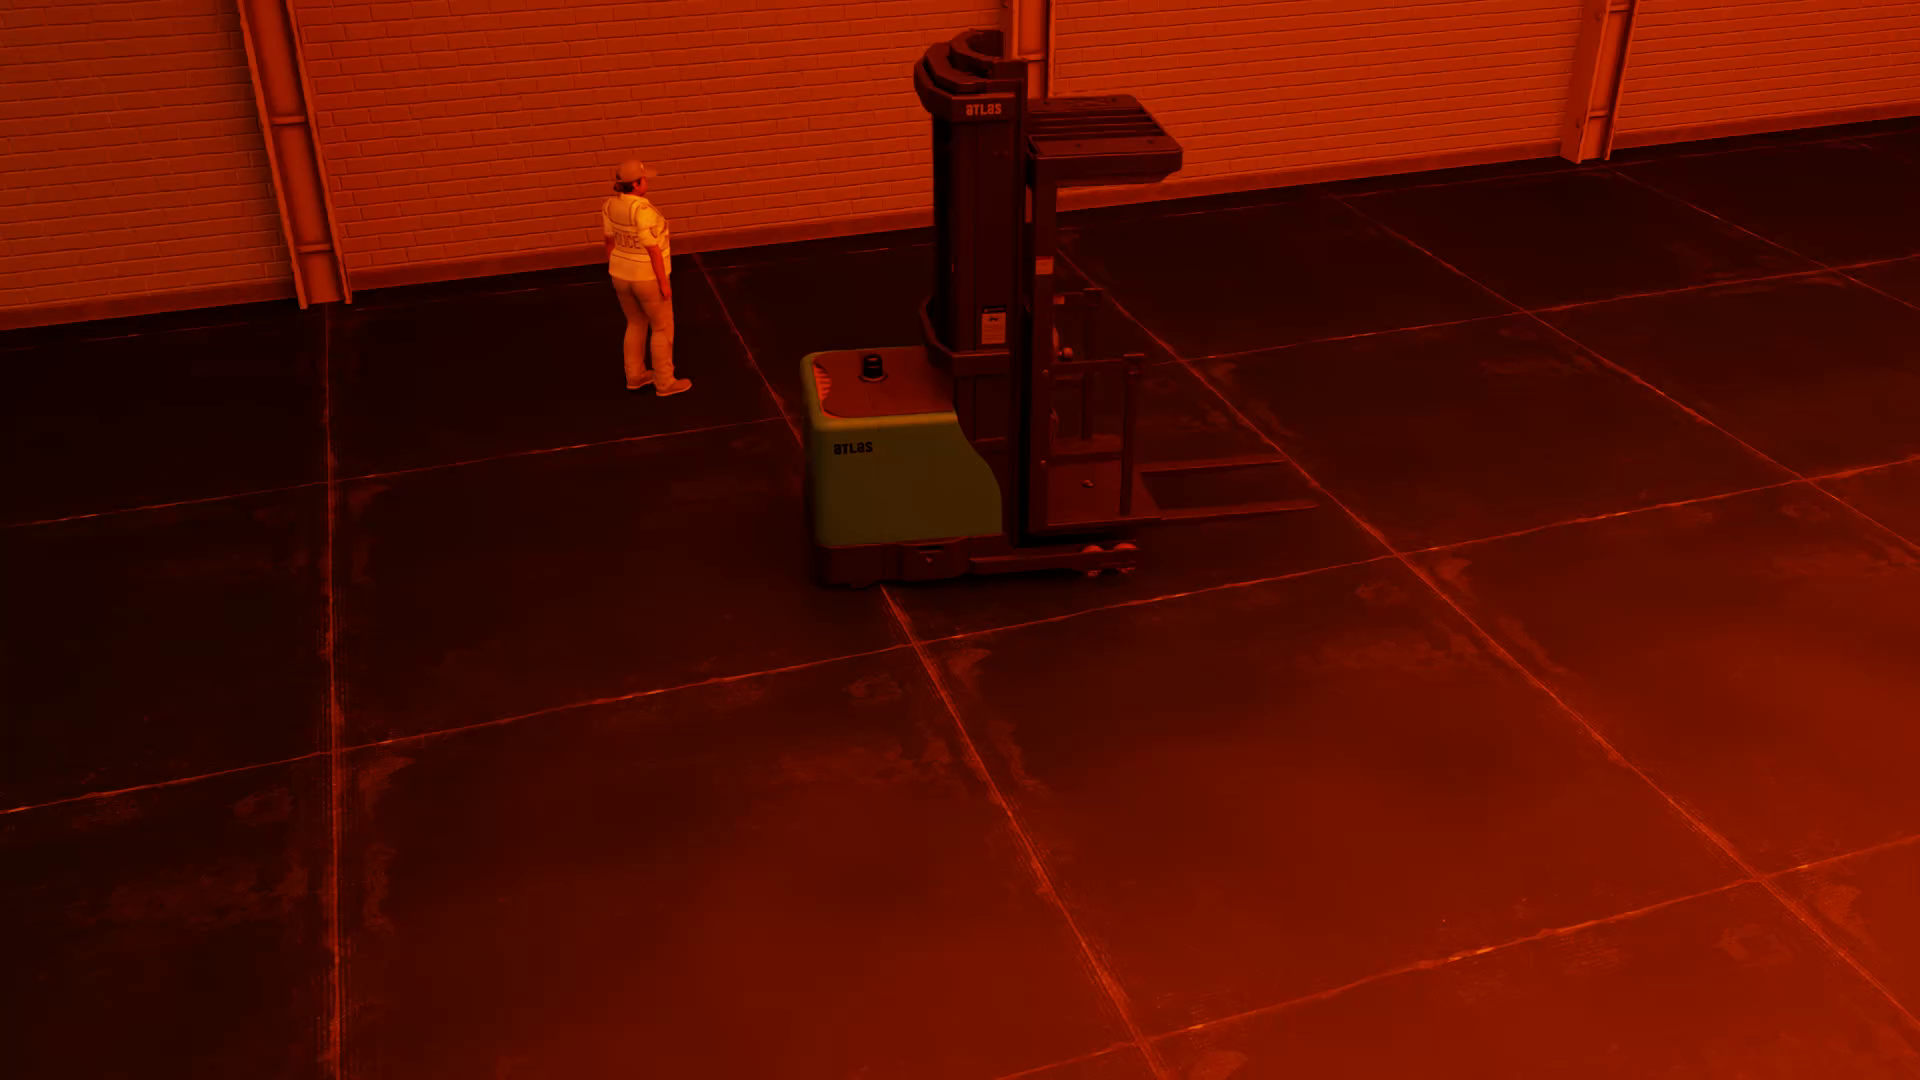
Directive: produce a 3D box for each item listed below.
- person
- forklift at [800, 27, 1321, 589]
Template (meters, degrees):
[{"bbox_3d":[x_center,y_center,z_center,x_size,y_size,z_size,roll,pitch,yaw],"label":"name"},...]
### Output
[{"bbox_3d":[-2.194,-1.811,11.511,0.507,1.668,0.389,19,35,30],"label":"person"},{"bbox_3d":[0.608,-1.327,9.393,3.031,2.935,1.130,-5,30,-8],"label":"forklift"}]
